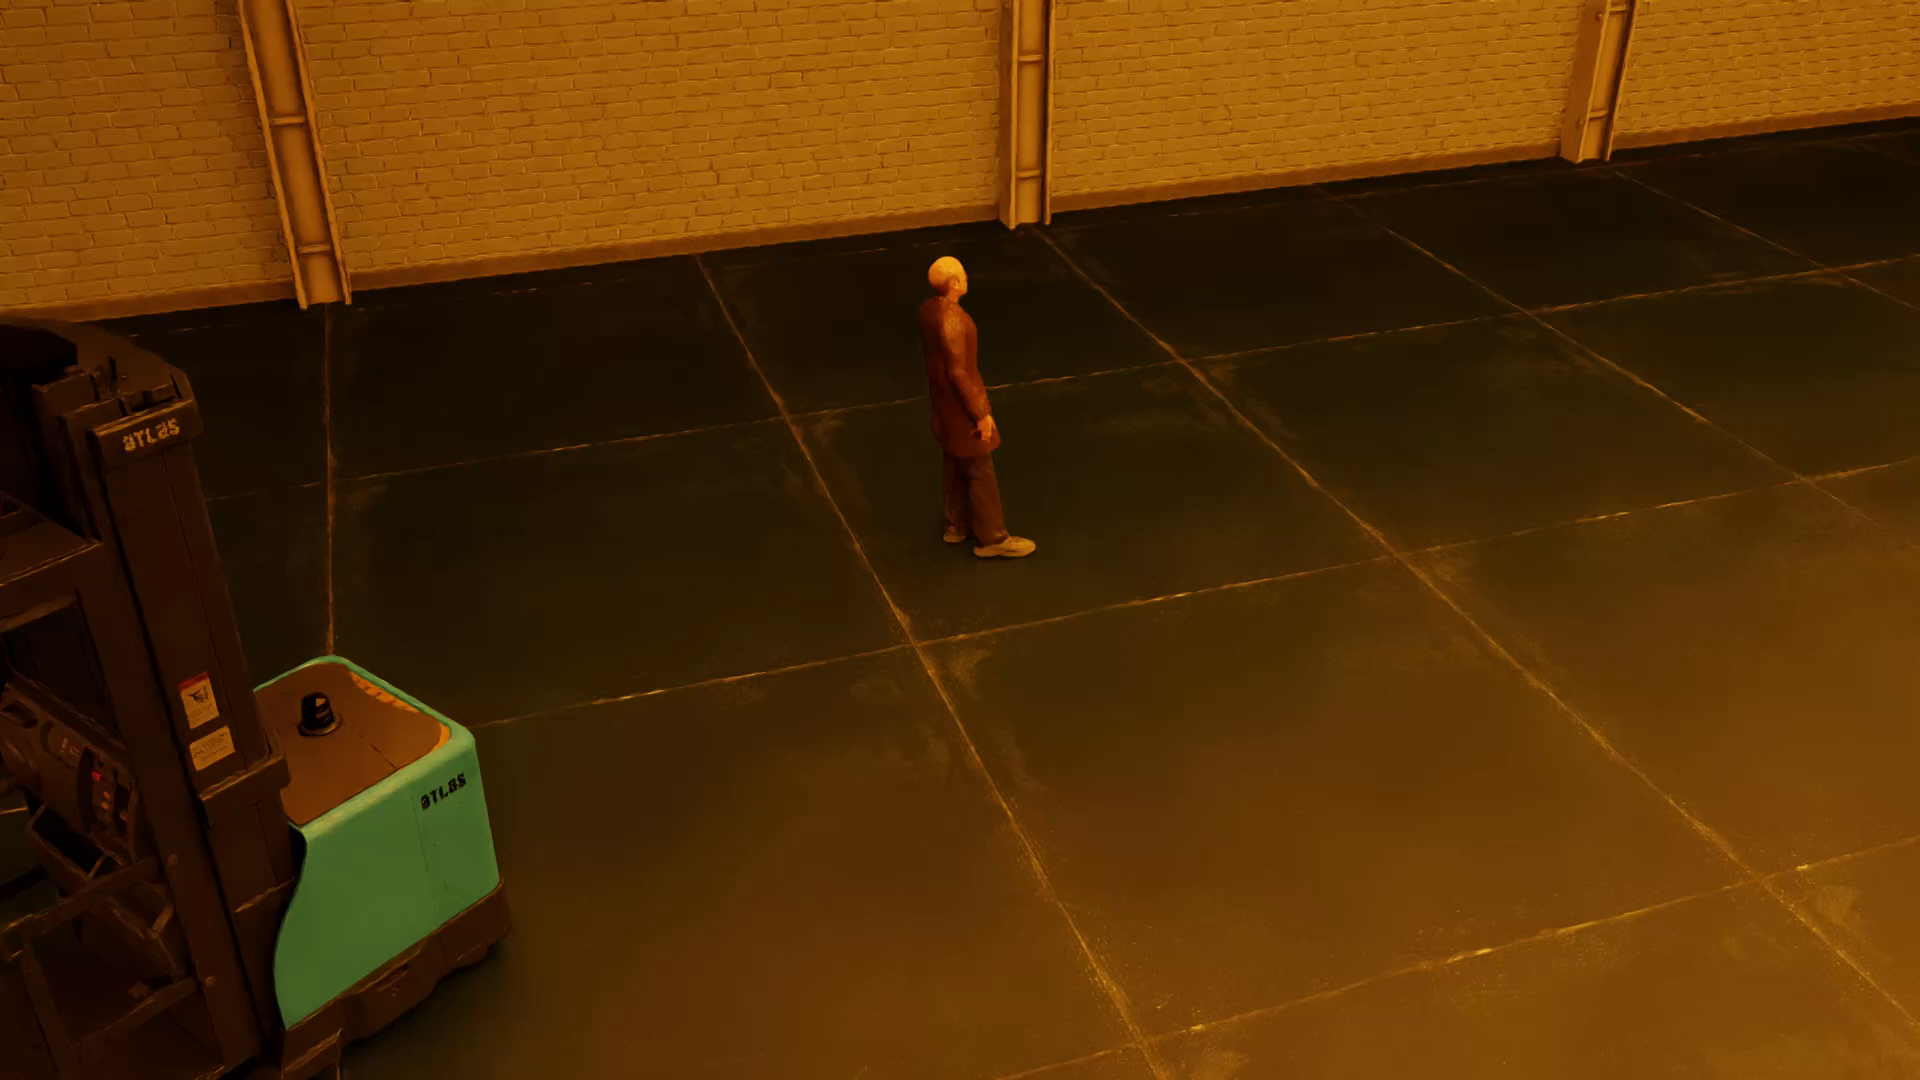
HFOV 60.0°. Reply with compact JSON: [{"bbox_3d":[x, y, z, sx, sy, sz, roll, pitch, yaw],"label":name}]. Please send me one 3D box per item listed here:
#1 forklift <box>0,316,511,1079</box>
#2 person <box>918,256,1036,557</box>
[{"bbox_3d":[-3.203,0.853,5.604,1.130,2.935,3.031,21,36,32],"label":"forklift"},{"bbox_3d":[0.088,-0.789,9.600,0.580,1.776,0.694,-10,31,-16],"label":"person"}]
